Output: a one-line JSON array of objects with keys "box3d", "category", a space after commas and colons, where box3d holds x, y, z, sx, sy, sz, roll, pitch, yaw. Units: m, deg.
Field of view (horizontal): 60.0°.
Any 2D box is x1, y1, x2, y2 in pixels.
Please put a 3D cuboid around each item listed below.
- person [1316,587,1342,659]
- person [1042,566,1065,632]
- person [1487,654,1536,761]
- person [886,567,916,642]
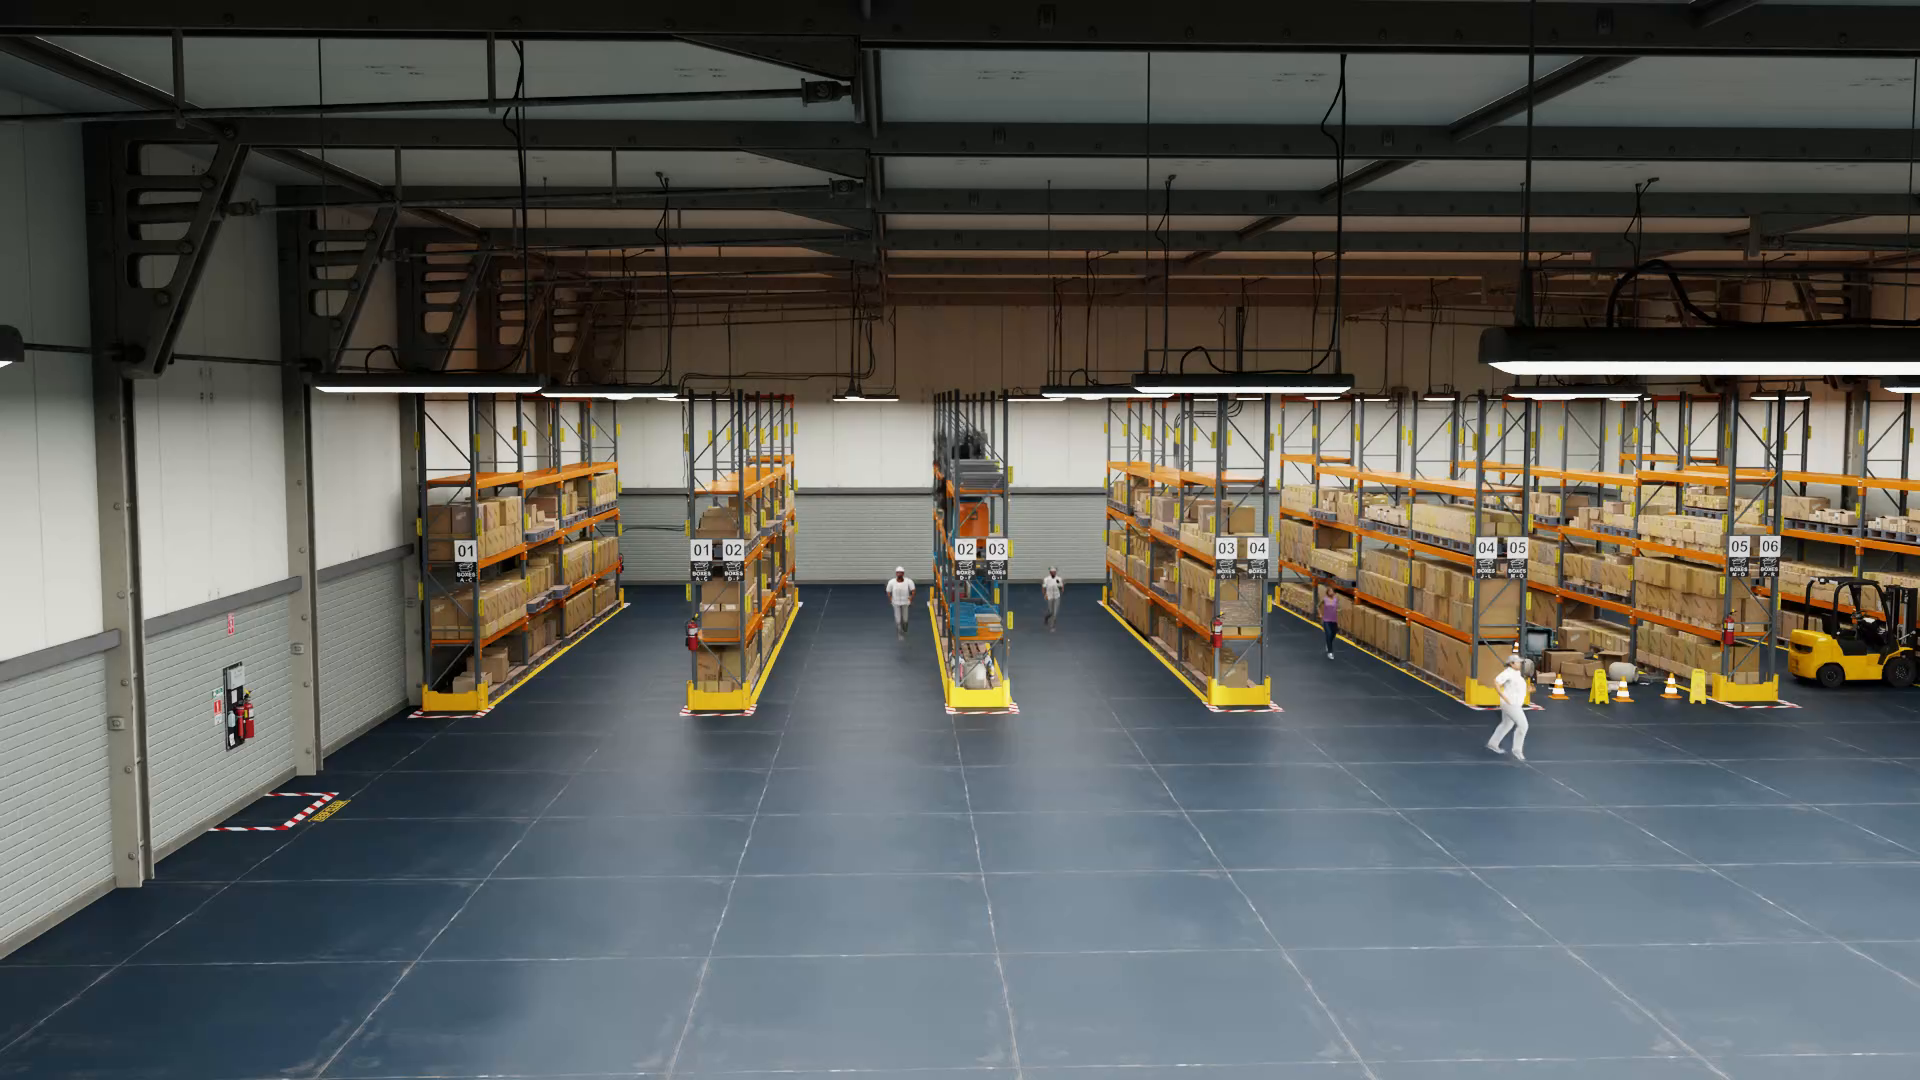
[{"box3d": [8.358, 1.842, 37.587, 0.537, 1.585, 0.894, 0, 5, -3], "category": "person"}, {"box3d": [2.363, 1.477, 42.035, 0.576, 1.678, 0.609, 0, 5, -4], "category": "person"}, {"box3d": [8.930, 2.710, 26.956, 0.752, 1.728, 0.584, 2, 5, 28], "category": "person"}, {"box3d": [-1.355, 1.486, 38.047, 0.674, 1.754, 0.538, 0, 5, 1], "category": "person"}]
